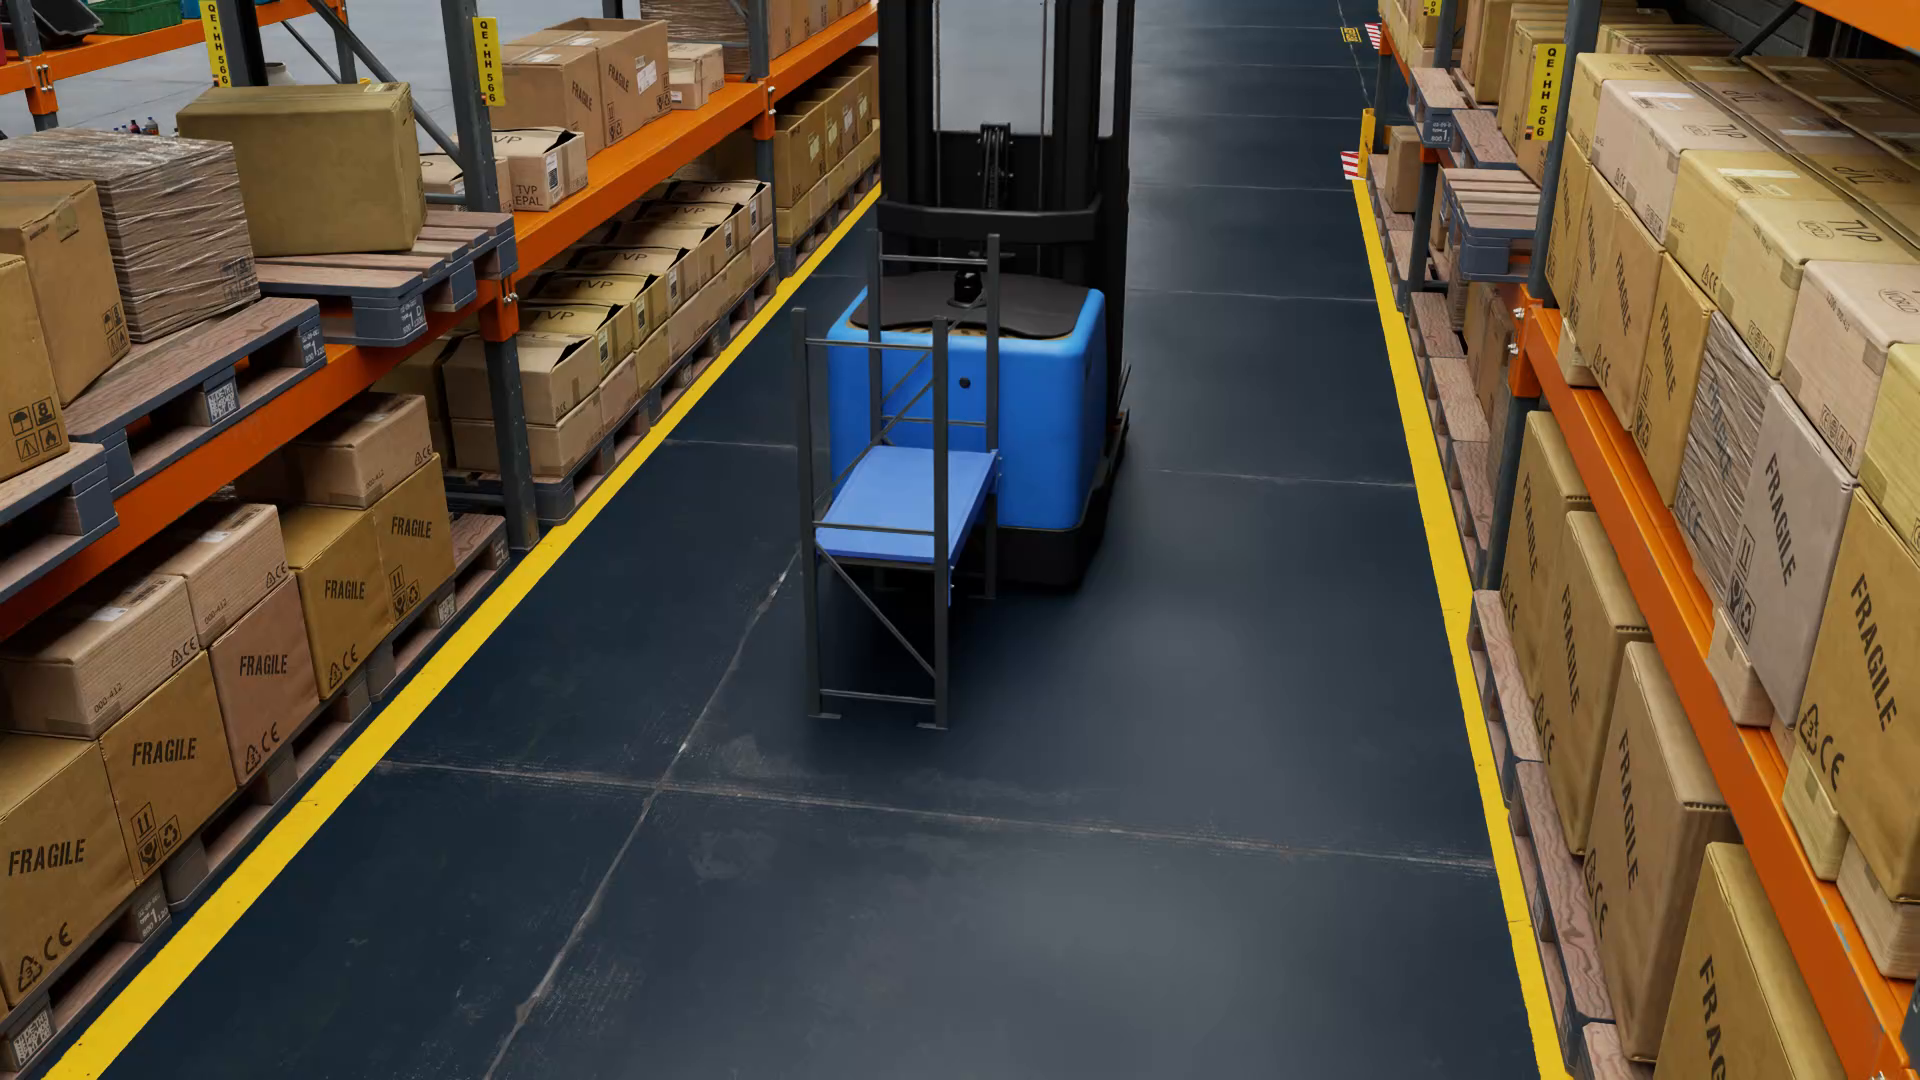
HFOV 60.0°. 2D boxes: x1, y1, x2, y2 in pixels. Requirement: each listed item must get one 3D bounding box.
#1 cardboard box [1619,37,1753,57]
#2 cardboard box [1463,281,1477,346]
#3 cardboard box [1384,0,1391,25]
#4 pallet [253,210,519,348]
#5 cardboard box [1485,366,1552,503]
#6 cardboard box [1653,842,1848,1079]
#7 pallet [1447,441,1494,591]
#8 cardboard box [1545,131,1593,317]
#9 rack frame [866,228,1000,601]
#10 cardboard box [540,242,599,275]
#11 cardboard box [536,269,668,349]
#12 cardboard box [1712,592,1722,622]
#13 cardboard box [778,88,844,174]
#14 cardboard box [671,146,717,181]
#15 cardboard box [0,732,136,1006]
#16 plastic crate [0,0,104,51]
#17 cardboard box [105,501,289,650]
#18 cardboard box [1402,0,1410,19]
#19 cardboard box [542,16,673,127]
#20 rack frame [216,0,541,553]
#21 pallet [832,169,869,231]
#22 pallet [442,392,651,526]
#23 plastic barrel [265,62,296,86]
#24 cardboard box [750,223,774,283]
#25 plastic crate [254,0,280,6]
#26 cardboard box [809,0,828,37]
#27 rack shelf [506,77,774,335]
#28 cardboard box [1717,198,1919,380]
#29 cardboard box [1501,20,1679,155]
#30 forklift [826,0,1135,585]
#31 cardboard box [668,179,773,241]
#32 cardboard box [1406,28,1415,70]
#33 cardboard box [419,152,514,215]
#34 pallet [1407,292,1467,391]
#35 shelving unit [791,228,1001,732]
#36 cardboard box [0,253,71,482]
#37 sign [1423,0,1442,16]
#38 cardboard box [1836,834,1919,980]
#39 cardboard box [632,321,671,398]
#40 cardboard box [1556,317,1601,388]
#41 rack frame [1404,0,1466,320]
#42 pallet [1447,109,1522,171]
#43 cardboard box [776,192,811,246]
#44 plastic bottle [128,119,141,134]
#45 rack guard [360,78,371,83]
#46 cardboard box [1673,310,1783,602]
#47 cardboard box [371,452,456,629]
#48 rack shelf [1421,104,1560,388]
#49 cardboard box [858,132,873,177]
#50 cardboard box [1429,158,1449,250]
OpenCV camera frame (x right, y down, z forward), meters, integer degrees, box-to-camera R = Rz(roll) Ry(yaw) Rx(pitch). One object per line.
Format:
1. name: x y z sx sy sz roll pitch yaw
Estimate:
1. cardboard box: 2.585 -1.705 5.952 0.380 0.149 0.250 1 25 2
2. cardboard box: 3.073 -1.232 8.773 0.700 0.500 0.500 4 25 7
3. cardboard box: 3.402 -3.907 12.212 0.500 0.250 0.500 3 25 7
4. pallet: -2.371 -0.987 6.046 1.213 0.211 1.003 4 25 9
5. cardboard box: 2.625 -0.392 6.979 0.700 0.500 0.500 4 25 9
6. cardboard box: 1.883 1.155 3.284 0.750 0.750 0.750 4 25 9
7. pallet: 2.688 -0.084 7.180 1.003 0.211 1.213 4 25 9
8. cardboard box: 2.227 -1.024 5.407 0.500 0.500 0.500 5 26 10
9. rack frame: -0.101 -0.458 6.459 0.500 1.500 0.032 5 25 10
10. cardboard box: -2.239 -1.435 8.864 0.500 0.311 0.500 5 25 10
11. cardboard box: -1.791 -1.193 8.347 0.500 0.311 0.500 3 25 7
12. cardboard box: 1.876 0.172 3.617 0.380 0.149 0.250 4 25 9
13. cardboard box: -1.128 -2.910 11.792 0.500 0.500 0.500 4 25 9
14. cardboard box: -1.722 -2.737 11.422 0.500 0.500 0.500 4 25 9
15. cardboard box: -2.587 0.835 4.358 0.500 0.500 0.500 4 25 9
16. plastic crate: -6.351 -3.562 11.394 0.767 0.338 0.504 4 25 9
17. cardboard box: -2.419 0.091 5.063 0.500 0.250 0.500 4 25 8
18. cardboard box: 3.153 -3.612 10.697 0.500 0.500 0.500 3 25 7
19. cardboard box: -1.903 -2.540 9.019 0.500 0.500 0.500 6 26 12
20. rack frame: -2.329 -1.362 6.621 1.000 3.000 0.127 4 25 9
21. pallet: -1.307 -2.613 12.584 1.003 0.211 1.213 4 25 9
22. pallet: -2.156 -0.440 7.942 1.003 0.211 1.213 4 25 9
23. plastic barrel: -5.940 -3.835 14.345 0.421 0.512 0.421 0 25 0
24. cardboard box: -1.457 -1.786 10.276 0.500 0.250 0.500 4 25 8
25. plastic crate: -5.806 -4.484 13.466 0.499 0.251 0.408 4 25 9
26. cardboard box: -1.361 -3.911 11.949 0.700 0.500 0.500 5 26 10
27. rack shelf: -2.002 -1.872 8.561 1.077 0.370 4.000 4 25 9
28. cardboard box: 1.905 -0.516 3.436 0.500 0.250 0.500 5 25 10
29. cardboard box: 2.807 -1.985 7.315 0.700 0.500 0.500 4 25 9
30. forklift: 0.236 -1.746 7.522 1.130 2.935 3.031 5 25 10
31. cardboard box: -1.459 -2.044 10.166 0.500 0.311 0.500 4 25 9
32. cardboard box: 3.080 -3.061 10.405 0.500 0.250 0.500 4 25 9
33. cardboard box: -2.227 -1.471 6.959 0.500 0.311 0.500 6 26 12
34. pallet: 3.086 -1.104 9.361 1.003 0.211 1.213 4 25 9
35. shelving unit: -0.194 -0.246 6.006 0.538 1.500 1.048 5 25 10
36. cardboard box: -2.635 -0.399 3.951 0.700 0.500 0.500 8 26 17
37. sign: 2.676 -3.120 9.355 0.100 0.325 0.005 4 25 9
38. cardboard box: 1.681 0.596 2.710 0.380 0.149 0.250 4 25 9
39. cardboard box: -1.794 -0.934 8.454 0.500 0.250 0.500 3 25 7
40. cardboard box: 2.099 -0.584 5.232 0.380 0.149 0.250 5 26 10
41. rack frame: 3.212 -2.693 9.465 1.000 3.000 0.127 4 25 9
42. pallet: 2.842 -1.764 7.707 1.003 0.211 1.213 4 25 9
43. cardboard box: -1.301 -2.153 11.059 0.500 0.250 0.500 4 25 9
44. plastic bottle: -6.567 -3.191 13.215 0.061 0.283 0.133 4 25 9
45. rack guard: -5.874 -3.885 14.961 1.175 0.500 0.348 4 25 9
46. cardboard box: 1.896 -0.170 3.583 0.500 0.500 0.500 4 25 9
47. cardboard box: -2.250 -0.022 6.187 0.500 0.500 0.500 5 26 11
48. rack shelf: 2.885 -1.531 7.831 1.077 0.370 4.000 4 25 9
49. cardboard box: -0.968 -2.989 12.845 0.500 0.250 0.500 4 25 9
50. cardboard box: 3.342 -2.197 10.835 0.500 0.500 0.500 2 25 5
